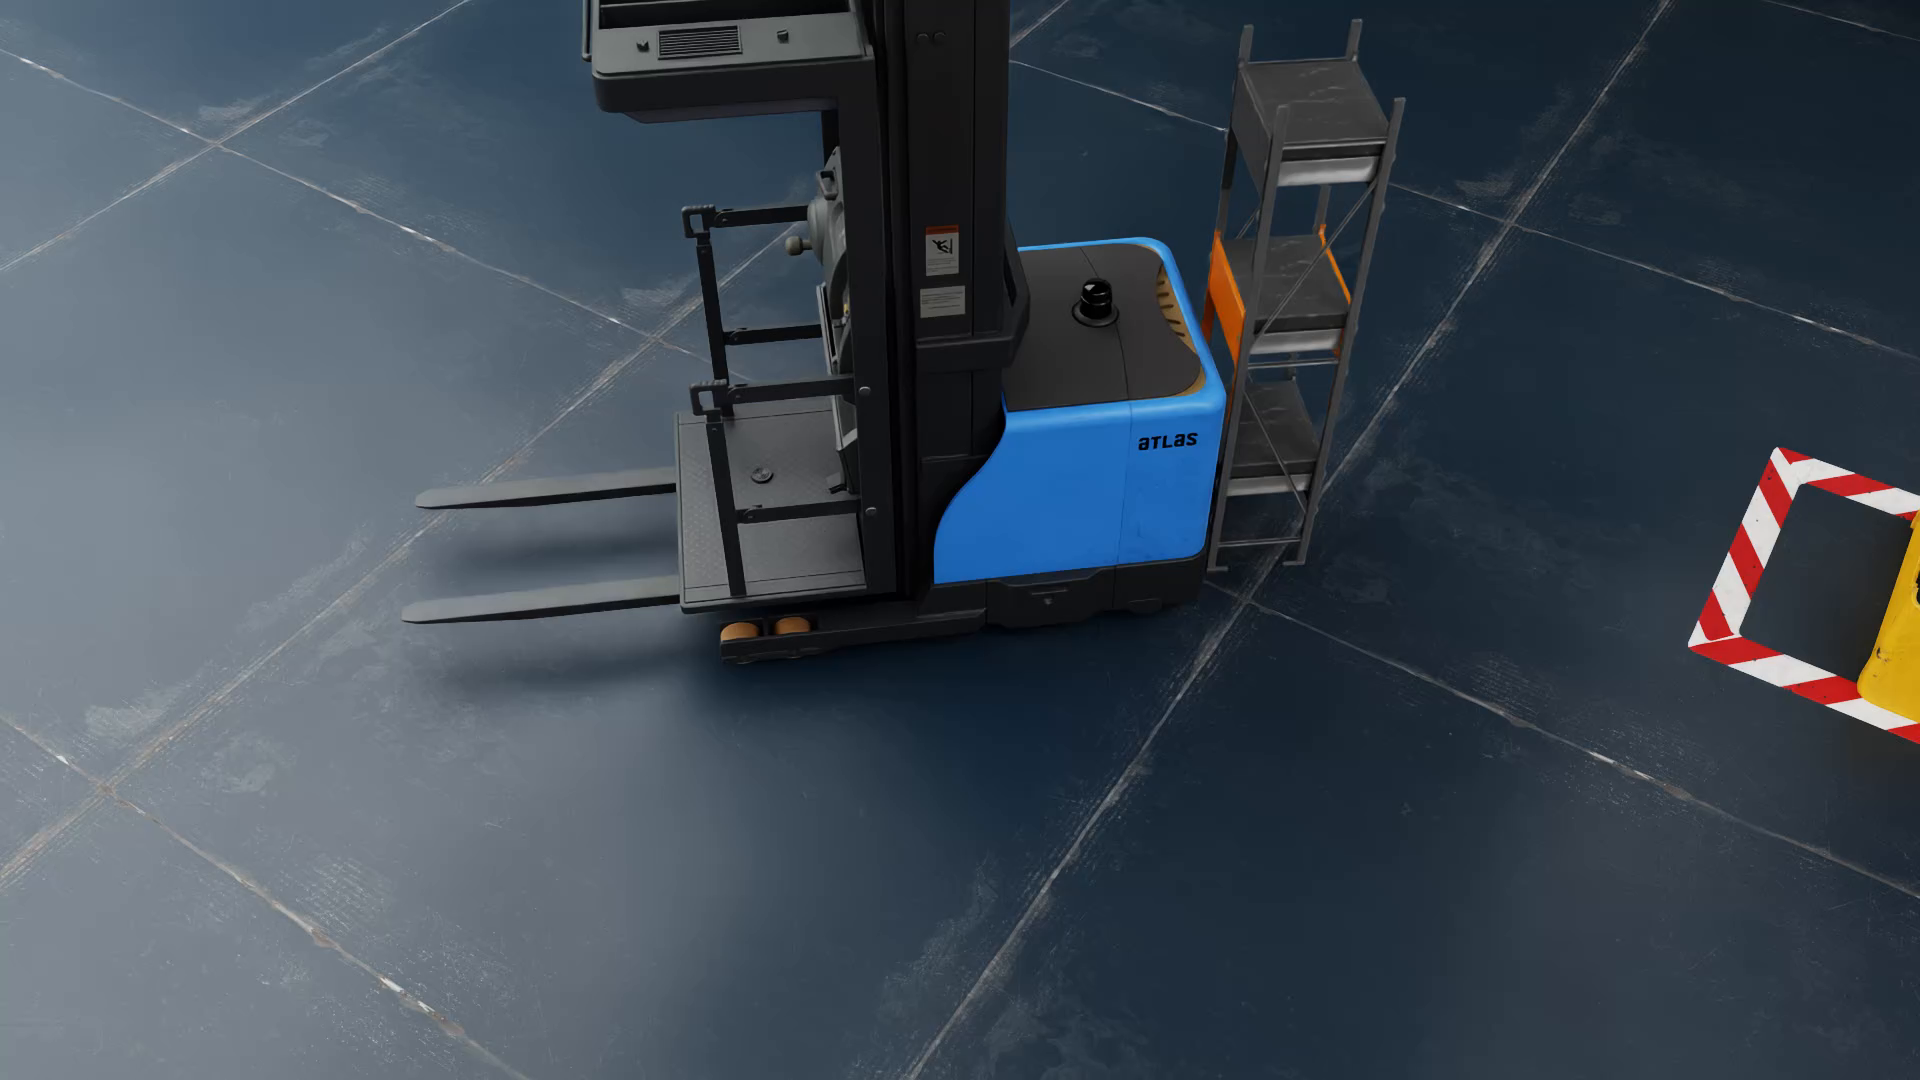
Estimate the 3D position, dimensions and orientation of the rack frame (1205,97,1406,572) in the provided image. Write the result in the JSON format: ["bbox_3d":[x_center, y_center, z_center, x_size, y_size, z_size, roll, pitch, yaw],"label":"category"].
[{"bbox_3d":[1.179,-0.622,5.890,0.400,2.100,0.015,-4,46,-4],"label":"rack frame"}]

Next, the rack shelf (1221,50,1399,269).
[{"bbox_3d":[1.154,-1.273,5.565,0.431,0.518,0.480,-4,46,-4],"label":"rack shelf"}]

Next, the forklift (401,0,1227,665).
[{"bbox_3d":[-0.616,-0.959,5.638,3.031,2.935,1.130,-6,46,-6],"label":"forklift"}]

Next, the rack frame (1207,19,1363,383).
[{"bbox_3d":[1.128,-0.970,6.227,0.400,2.100,0.015,-4,46,-4],"label":"rack frame"}]

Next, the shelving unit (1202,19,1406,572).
[{"bbox_3d":[1.153,-0.796,6.058,0.431,2.100,0.503,-4,46,-4],"label":"shelving unit"}]

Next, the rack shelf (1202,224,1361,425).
[{"bbox_3d":[1.153,-0.787,6.068,0.431,0.518,0.480,-4,46,-4],"label":"rack shelf"}]

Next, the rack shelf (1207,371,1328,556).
[{"bbox_3d":[1.153,-0.300,6.571,0.431,0.518,0.480,-4,46,-4],"label":"rack shelf"}]

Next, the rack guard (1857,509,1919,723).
[{"bbox_3d":[3.783,0.120,6.285,0.348,0.500,1.175,25,51,22],"label":"rack guard"}]
